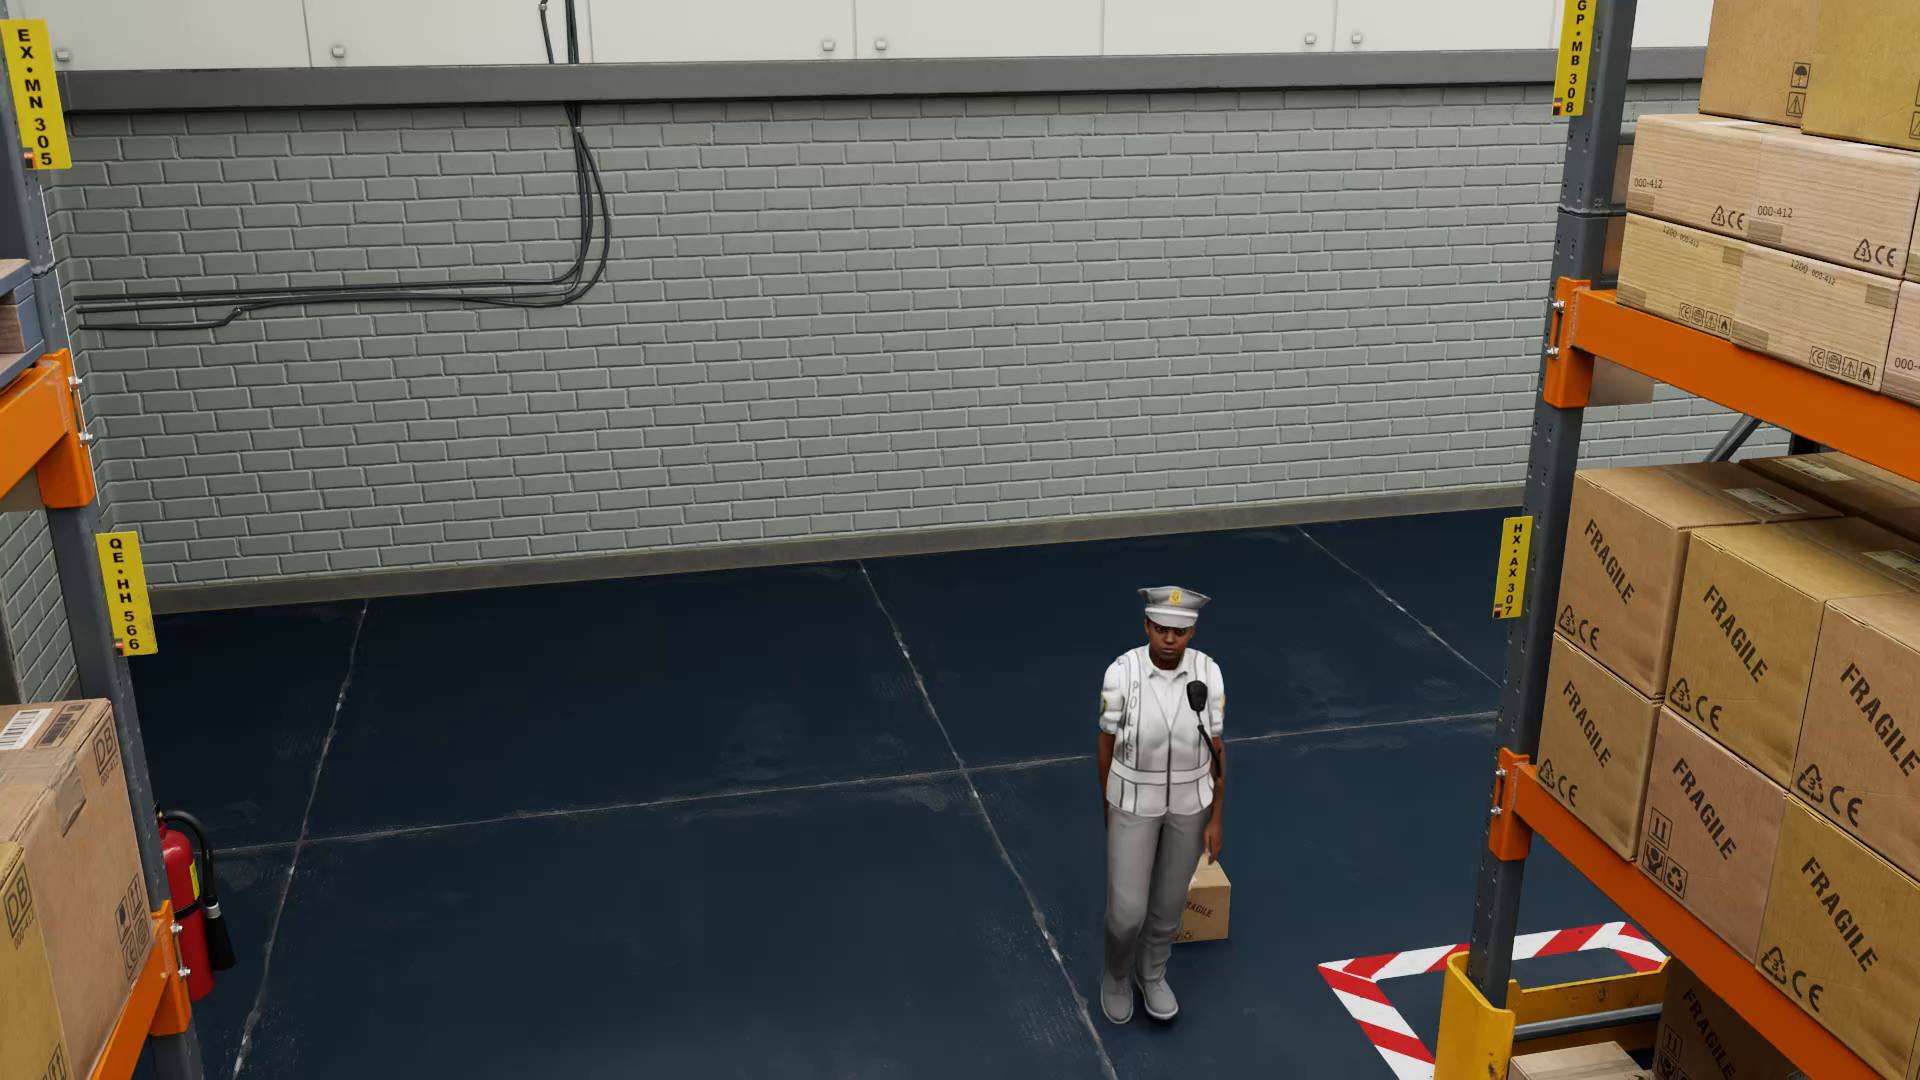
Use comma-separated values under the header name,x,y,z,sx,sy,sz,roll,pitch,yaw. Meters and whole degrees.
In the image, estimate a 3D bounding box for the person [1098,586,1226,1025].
name,x,y,z,sx,sy,sz,roll,pitch,yaw
person,0.708,0.958,5.829,0.433,1.718,0.439,-2,20,-4
